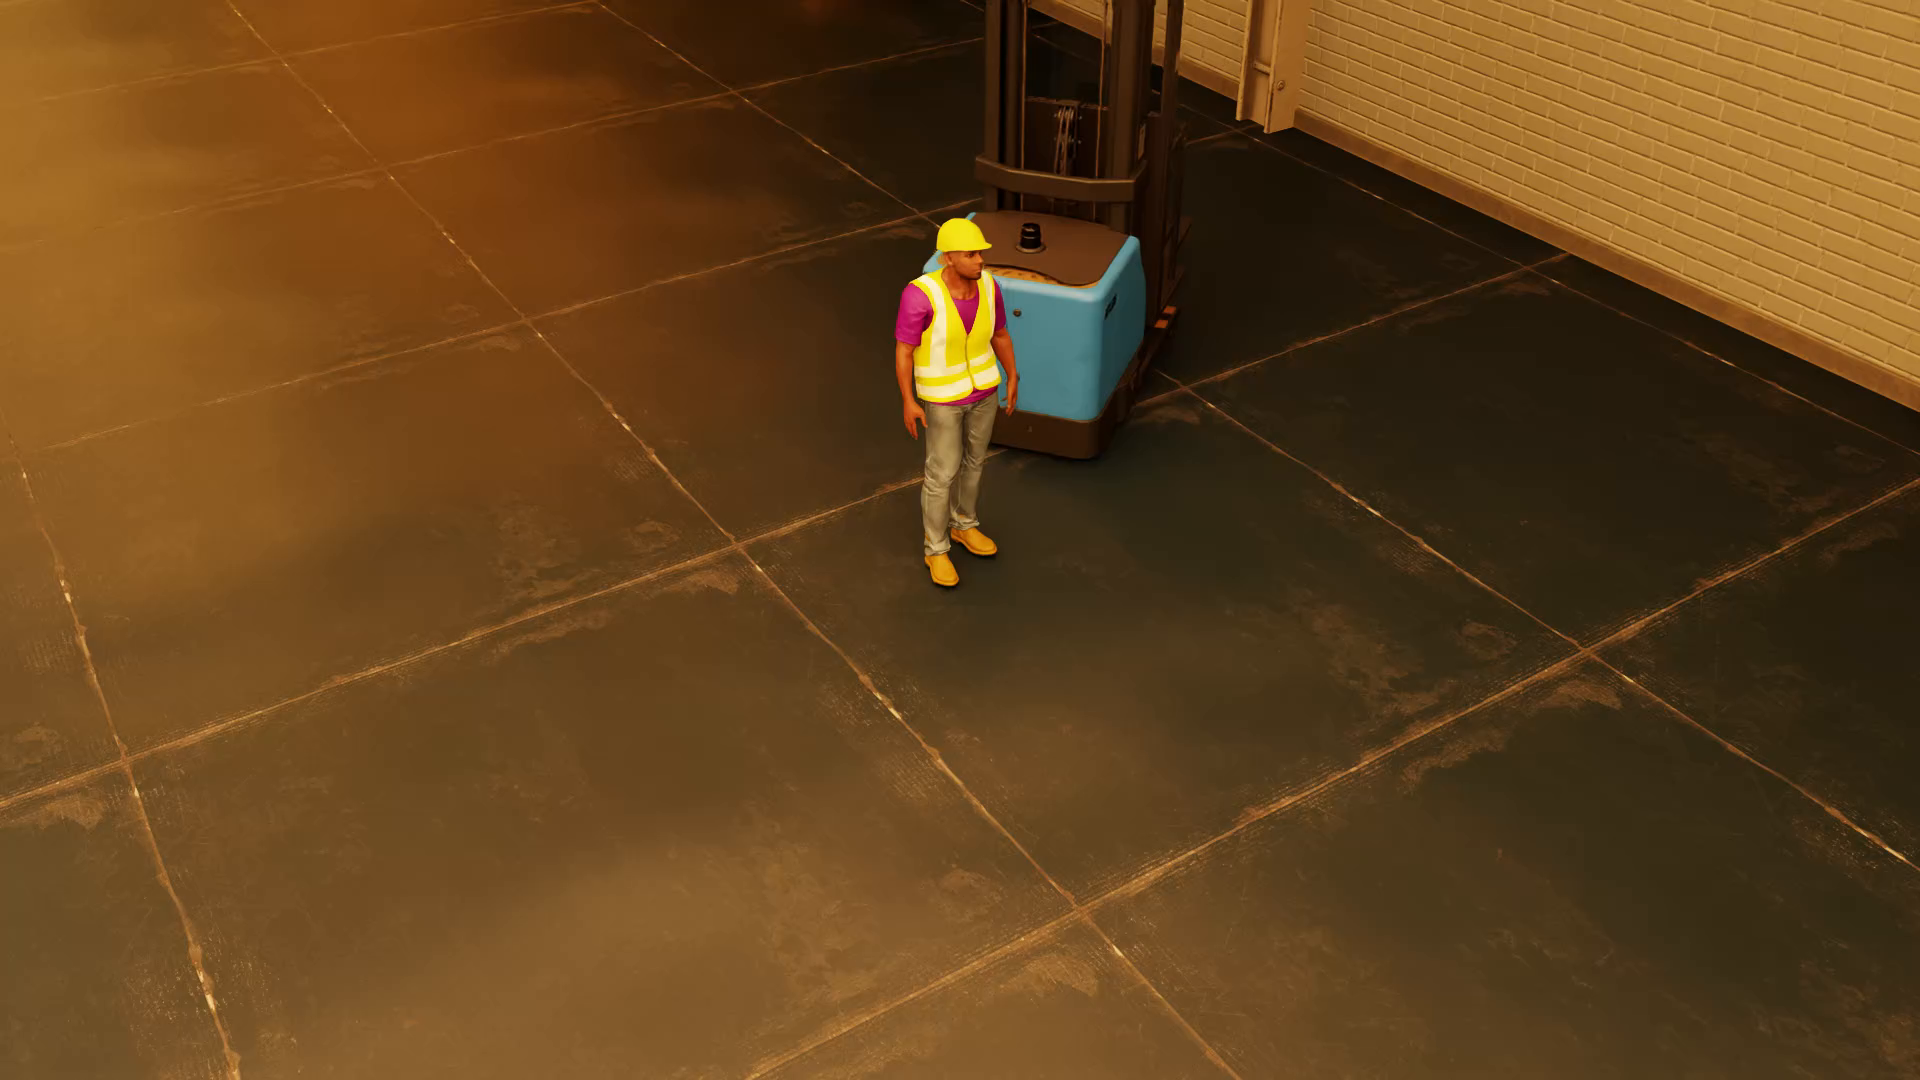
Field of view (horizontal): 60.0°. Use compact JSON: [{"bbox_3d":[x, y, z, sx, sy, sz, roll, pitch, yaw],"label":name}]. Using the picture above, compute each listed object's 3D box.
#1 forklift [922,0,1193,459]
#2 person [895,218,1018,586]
[{"bbox_3d":[0.766,-2.490,9.692,1.130,2.935,3.031,12,37,16],"label":"forklift"},{"bbox_3d":[0.033,-0.693,8.135,0.665,1.766,0.576,-21,40,-27],"label":"person"}]
